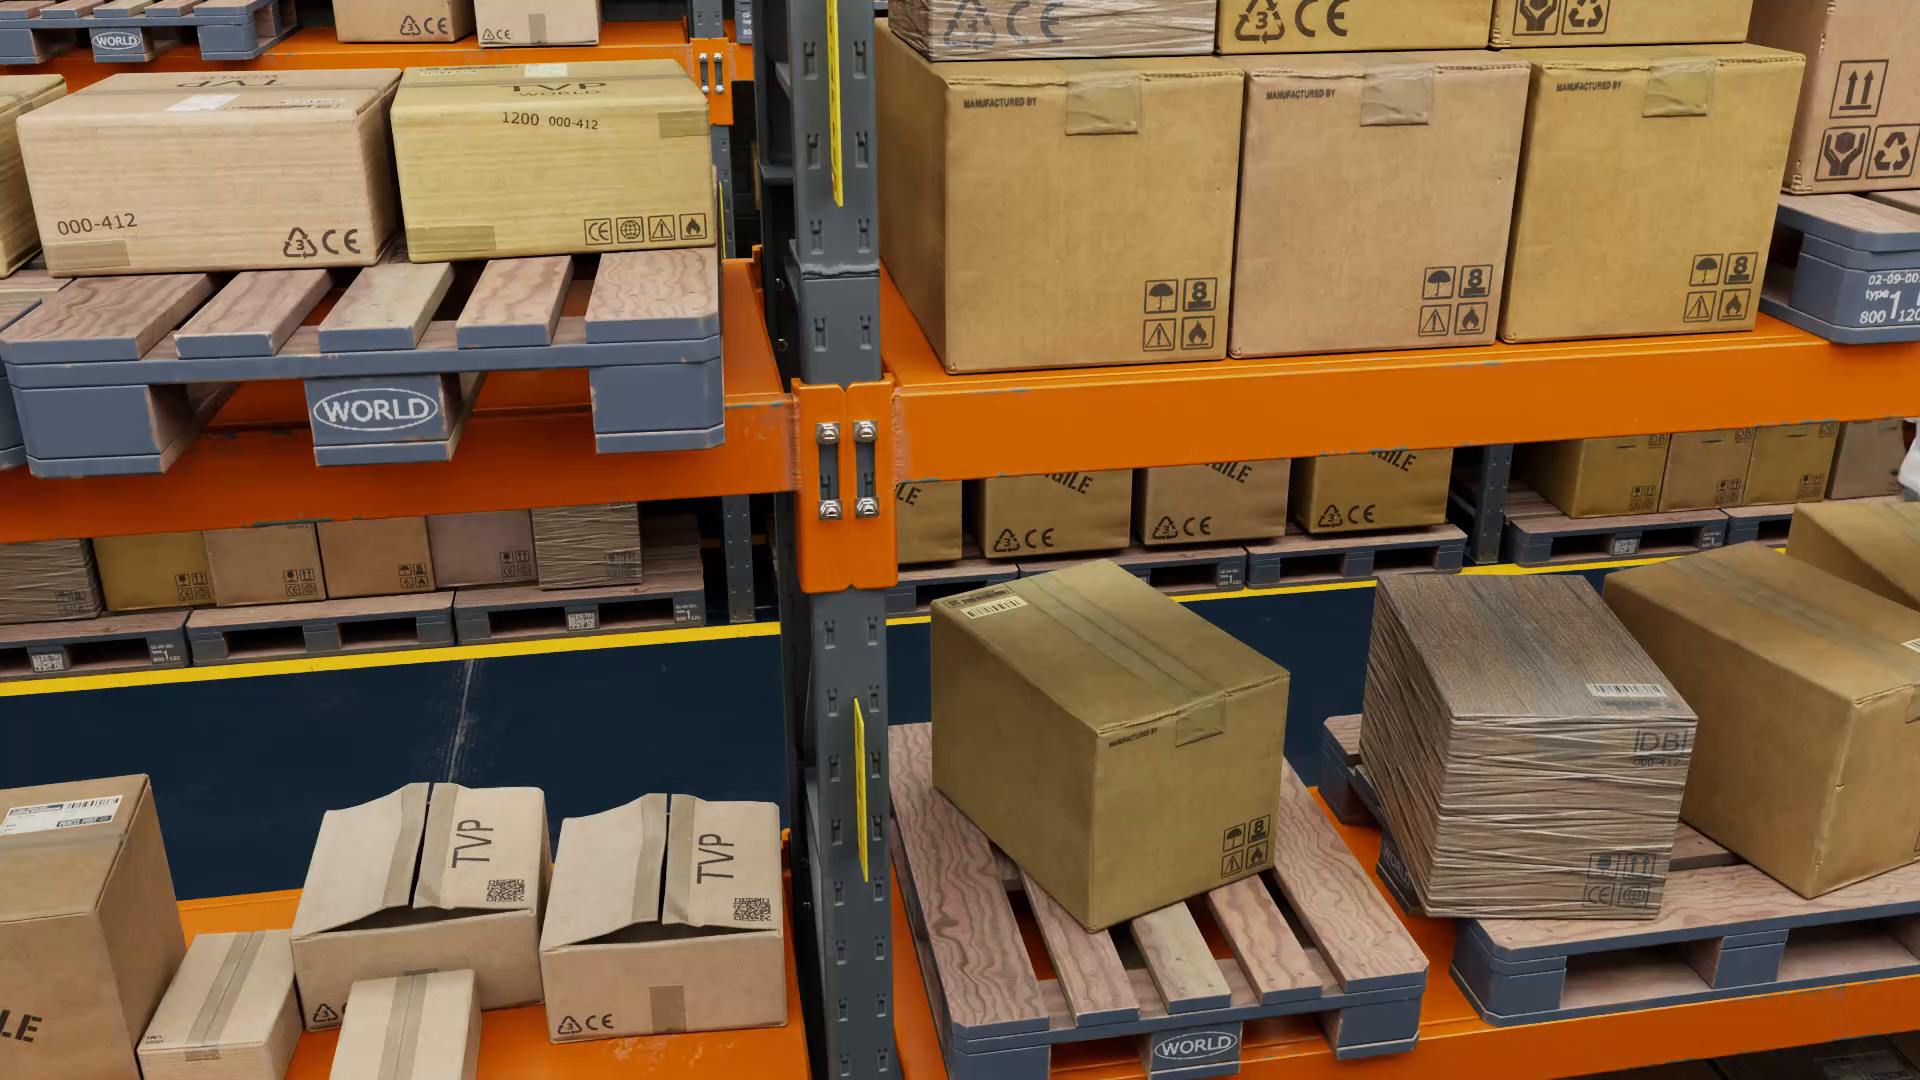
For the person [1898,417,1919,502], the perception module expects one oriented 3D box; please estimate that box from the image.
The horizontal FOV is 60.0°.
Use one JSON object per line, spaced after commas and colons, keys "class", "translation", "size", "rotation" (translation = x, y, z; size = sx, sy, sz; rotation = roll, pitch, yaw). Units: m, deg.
{"class": "person", "translation": [4.510, -0.188, 7.555], "size": [0.574, 1.834, 0.613], "rotation": [-7, 24, -15]}
